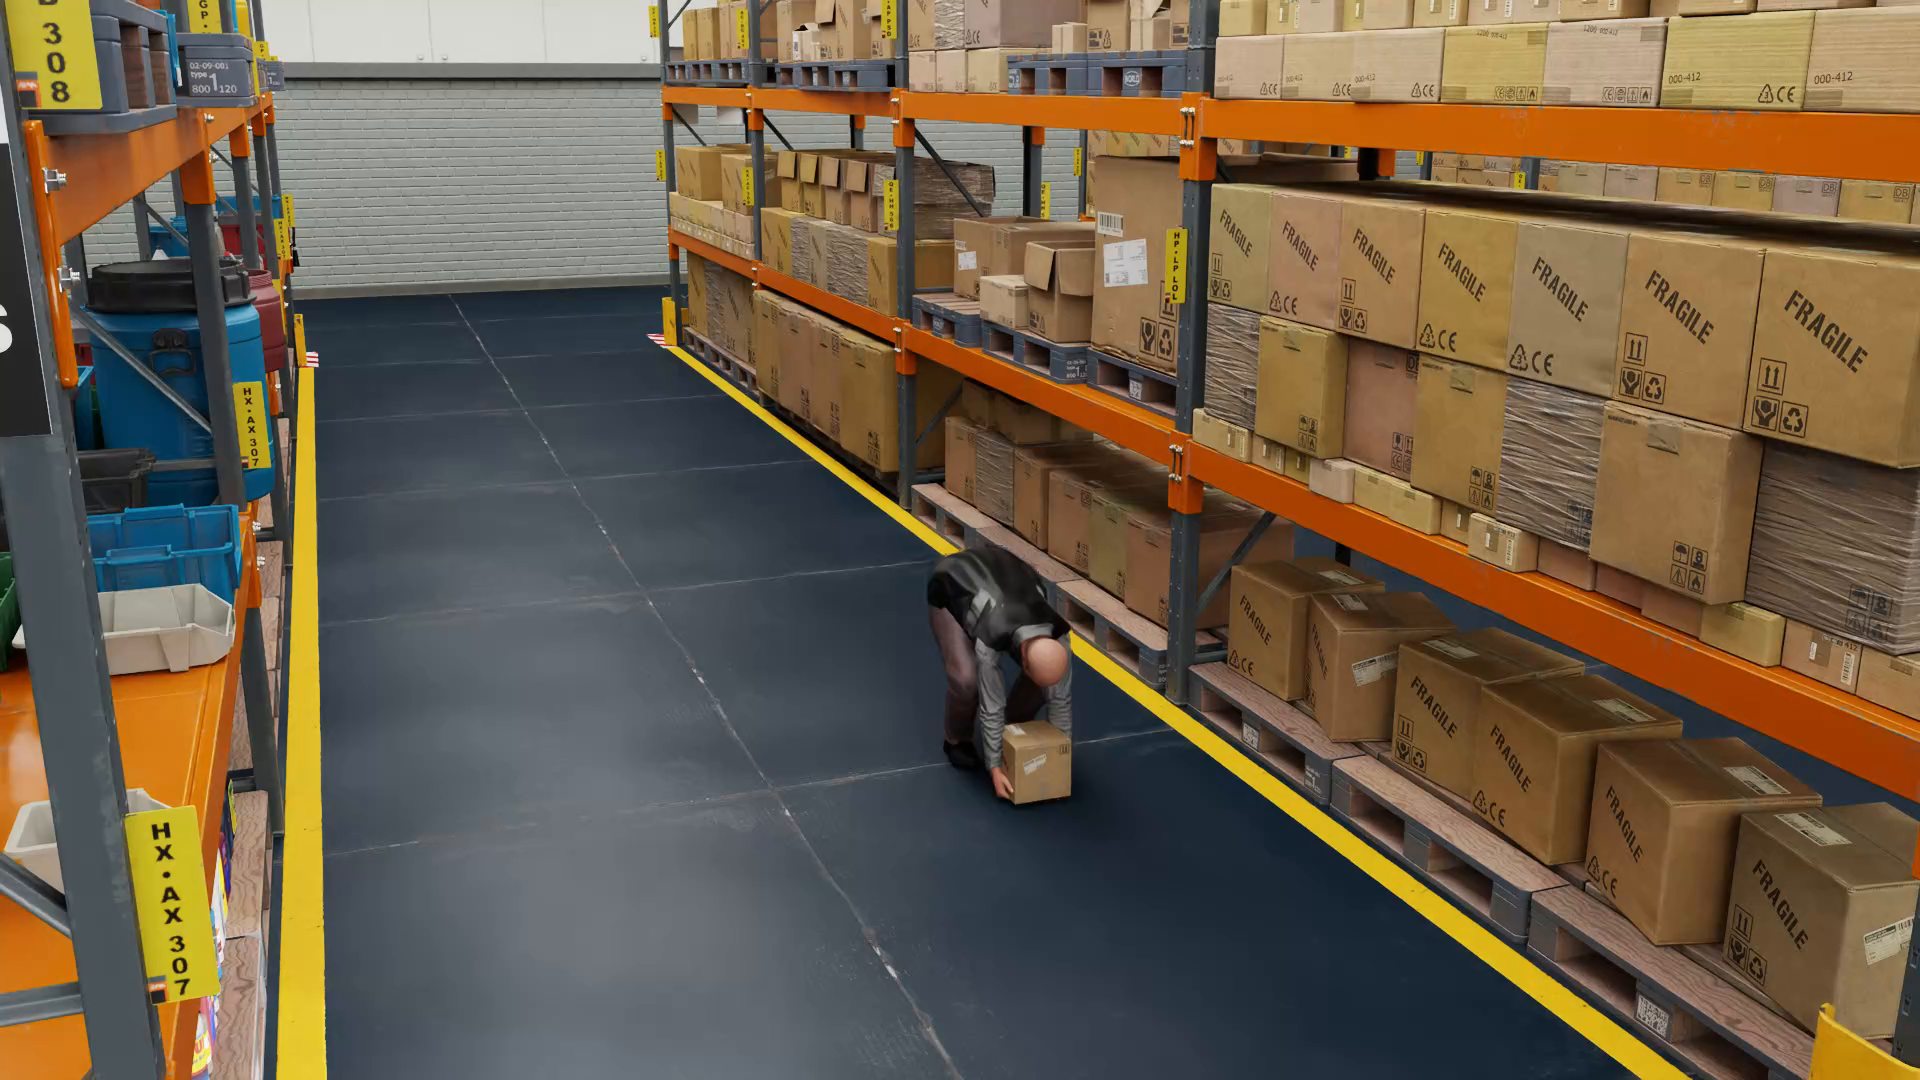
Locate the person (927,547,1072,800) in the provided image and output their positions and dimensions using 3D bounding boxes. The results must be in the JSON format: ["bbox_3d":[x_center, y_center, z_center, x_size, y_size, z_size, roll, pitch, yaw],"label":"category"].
[{"bbox_3d":[0.198,0.537,7.107,0.517,0.933,0.946,-7,17,-23],"label":"person"}]
